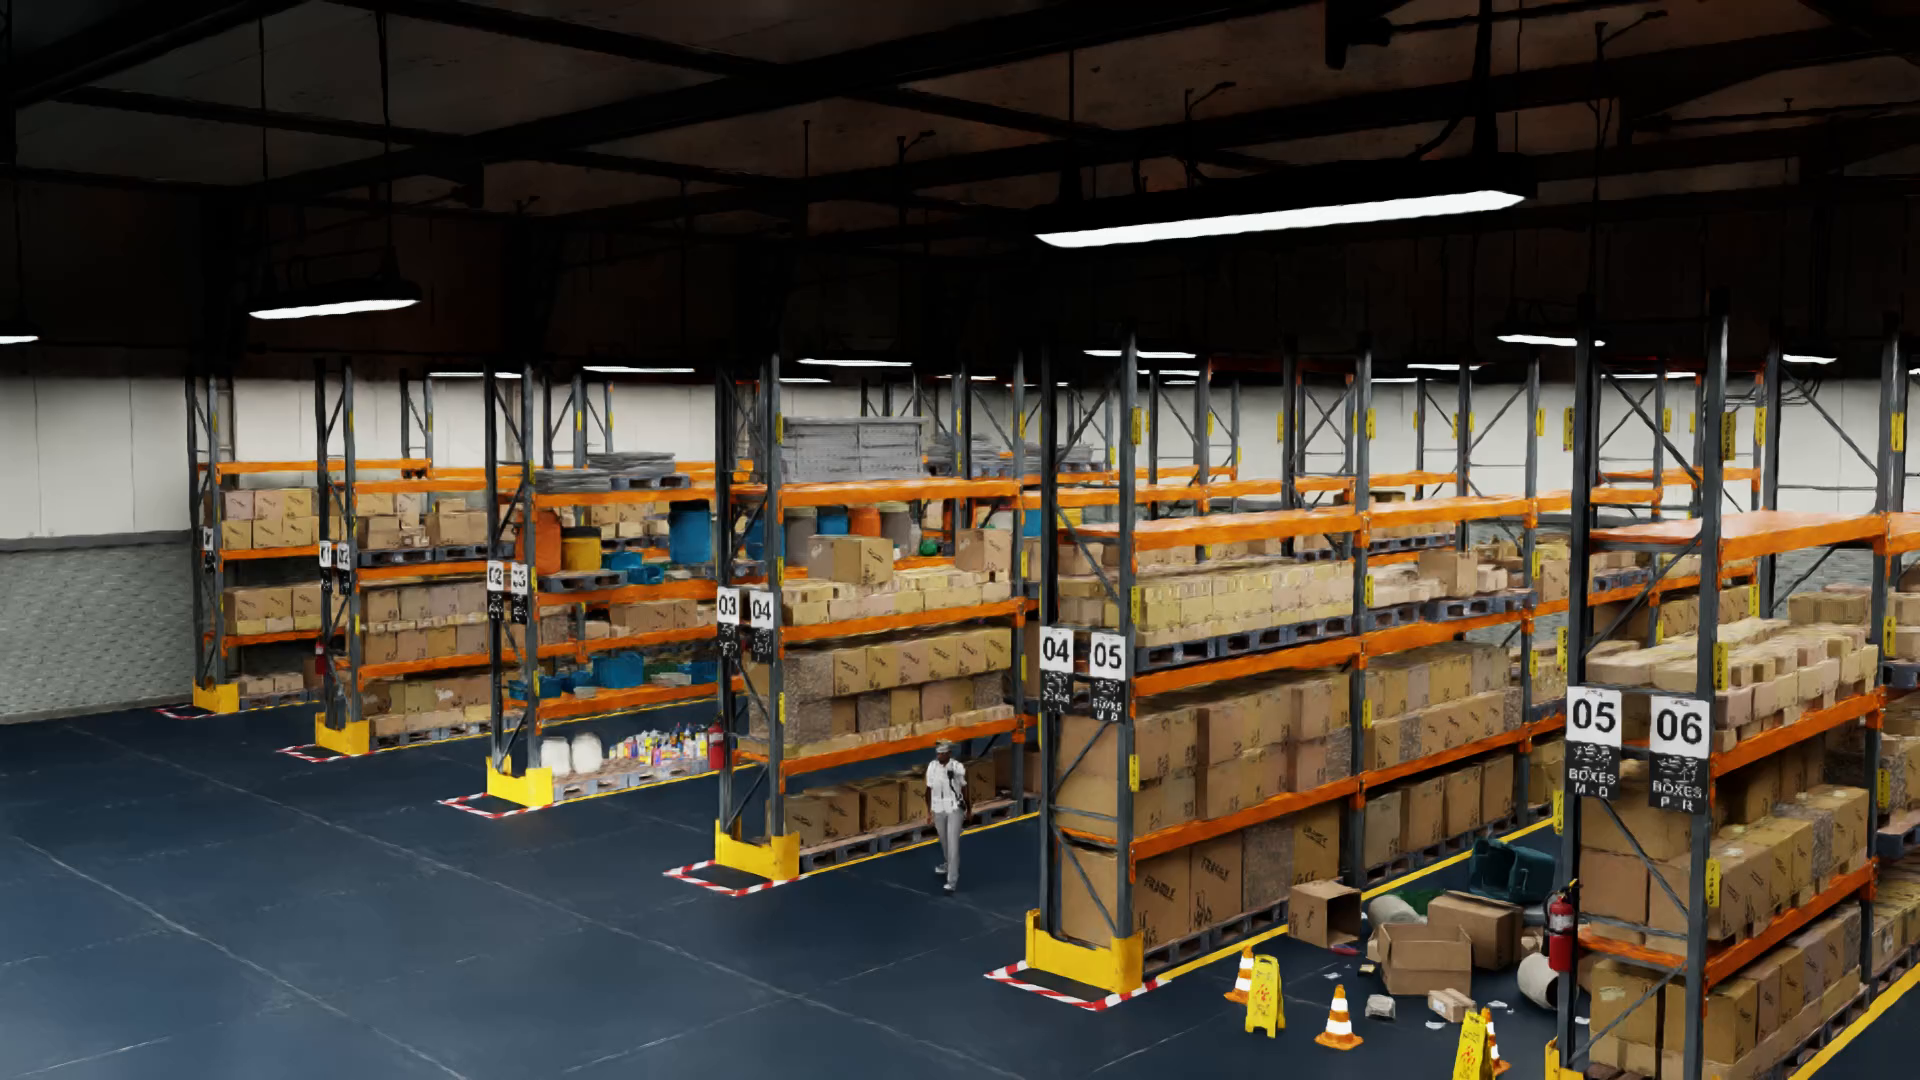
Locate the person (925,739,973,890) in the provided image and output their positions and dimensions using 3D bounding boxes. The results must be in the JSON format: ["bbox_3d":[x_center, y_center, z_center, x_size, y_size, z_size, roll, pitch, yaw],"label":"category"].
[{"bbox_3d":[-0.148,2.958,18.258,0.482,1.624,0.936,2,5,21],"label":"person"}]

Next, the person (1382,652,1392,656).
[{"bbox_3d":[6.180,2.469,23.883,0.567,1.736,1.044,4,6,43],"label":"person"}]
